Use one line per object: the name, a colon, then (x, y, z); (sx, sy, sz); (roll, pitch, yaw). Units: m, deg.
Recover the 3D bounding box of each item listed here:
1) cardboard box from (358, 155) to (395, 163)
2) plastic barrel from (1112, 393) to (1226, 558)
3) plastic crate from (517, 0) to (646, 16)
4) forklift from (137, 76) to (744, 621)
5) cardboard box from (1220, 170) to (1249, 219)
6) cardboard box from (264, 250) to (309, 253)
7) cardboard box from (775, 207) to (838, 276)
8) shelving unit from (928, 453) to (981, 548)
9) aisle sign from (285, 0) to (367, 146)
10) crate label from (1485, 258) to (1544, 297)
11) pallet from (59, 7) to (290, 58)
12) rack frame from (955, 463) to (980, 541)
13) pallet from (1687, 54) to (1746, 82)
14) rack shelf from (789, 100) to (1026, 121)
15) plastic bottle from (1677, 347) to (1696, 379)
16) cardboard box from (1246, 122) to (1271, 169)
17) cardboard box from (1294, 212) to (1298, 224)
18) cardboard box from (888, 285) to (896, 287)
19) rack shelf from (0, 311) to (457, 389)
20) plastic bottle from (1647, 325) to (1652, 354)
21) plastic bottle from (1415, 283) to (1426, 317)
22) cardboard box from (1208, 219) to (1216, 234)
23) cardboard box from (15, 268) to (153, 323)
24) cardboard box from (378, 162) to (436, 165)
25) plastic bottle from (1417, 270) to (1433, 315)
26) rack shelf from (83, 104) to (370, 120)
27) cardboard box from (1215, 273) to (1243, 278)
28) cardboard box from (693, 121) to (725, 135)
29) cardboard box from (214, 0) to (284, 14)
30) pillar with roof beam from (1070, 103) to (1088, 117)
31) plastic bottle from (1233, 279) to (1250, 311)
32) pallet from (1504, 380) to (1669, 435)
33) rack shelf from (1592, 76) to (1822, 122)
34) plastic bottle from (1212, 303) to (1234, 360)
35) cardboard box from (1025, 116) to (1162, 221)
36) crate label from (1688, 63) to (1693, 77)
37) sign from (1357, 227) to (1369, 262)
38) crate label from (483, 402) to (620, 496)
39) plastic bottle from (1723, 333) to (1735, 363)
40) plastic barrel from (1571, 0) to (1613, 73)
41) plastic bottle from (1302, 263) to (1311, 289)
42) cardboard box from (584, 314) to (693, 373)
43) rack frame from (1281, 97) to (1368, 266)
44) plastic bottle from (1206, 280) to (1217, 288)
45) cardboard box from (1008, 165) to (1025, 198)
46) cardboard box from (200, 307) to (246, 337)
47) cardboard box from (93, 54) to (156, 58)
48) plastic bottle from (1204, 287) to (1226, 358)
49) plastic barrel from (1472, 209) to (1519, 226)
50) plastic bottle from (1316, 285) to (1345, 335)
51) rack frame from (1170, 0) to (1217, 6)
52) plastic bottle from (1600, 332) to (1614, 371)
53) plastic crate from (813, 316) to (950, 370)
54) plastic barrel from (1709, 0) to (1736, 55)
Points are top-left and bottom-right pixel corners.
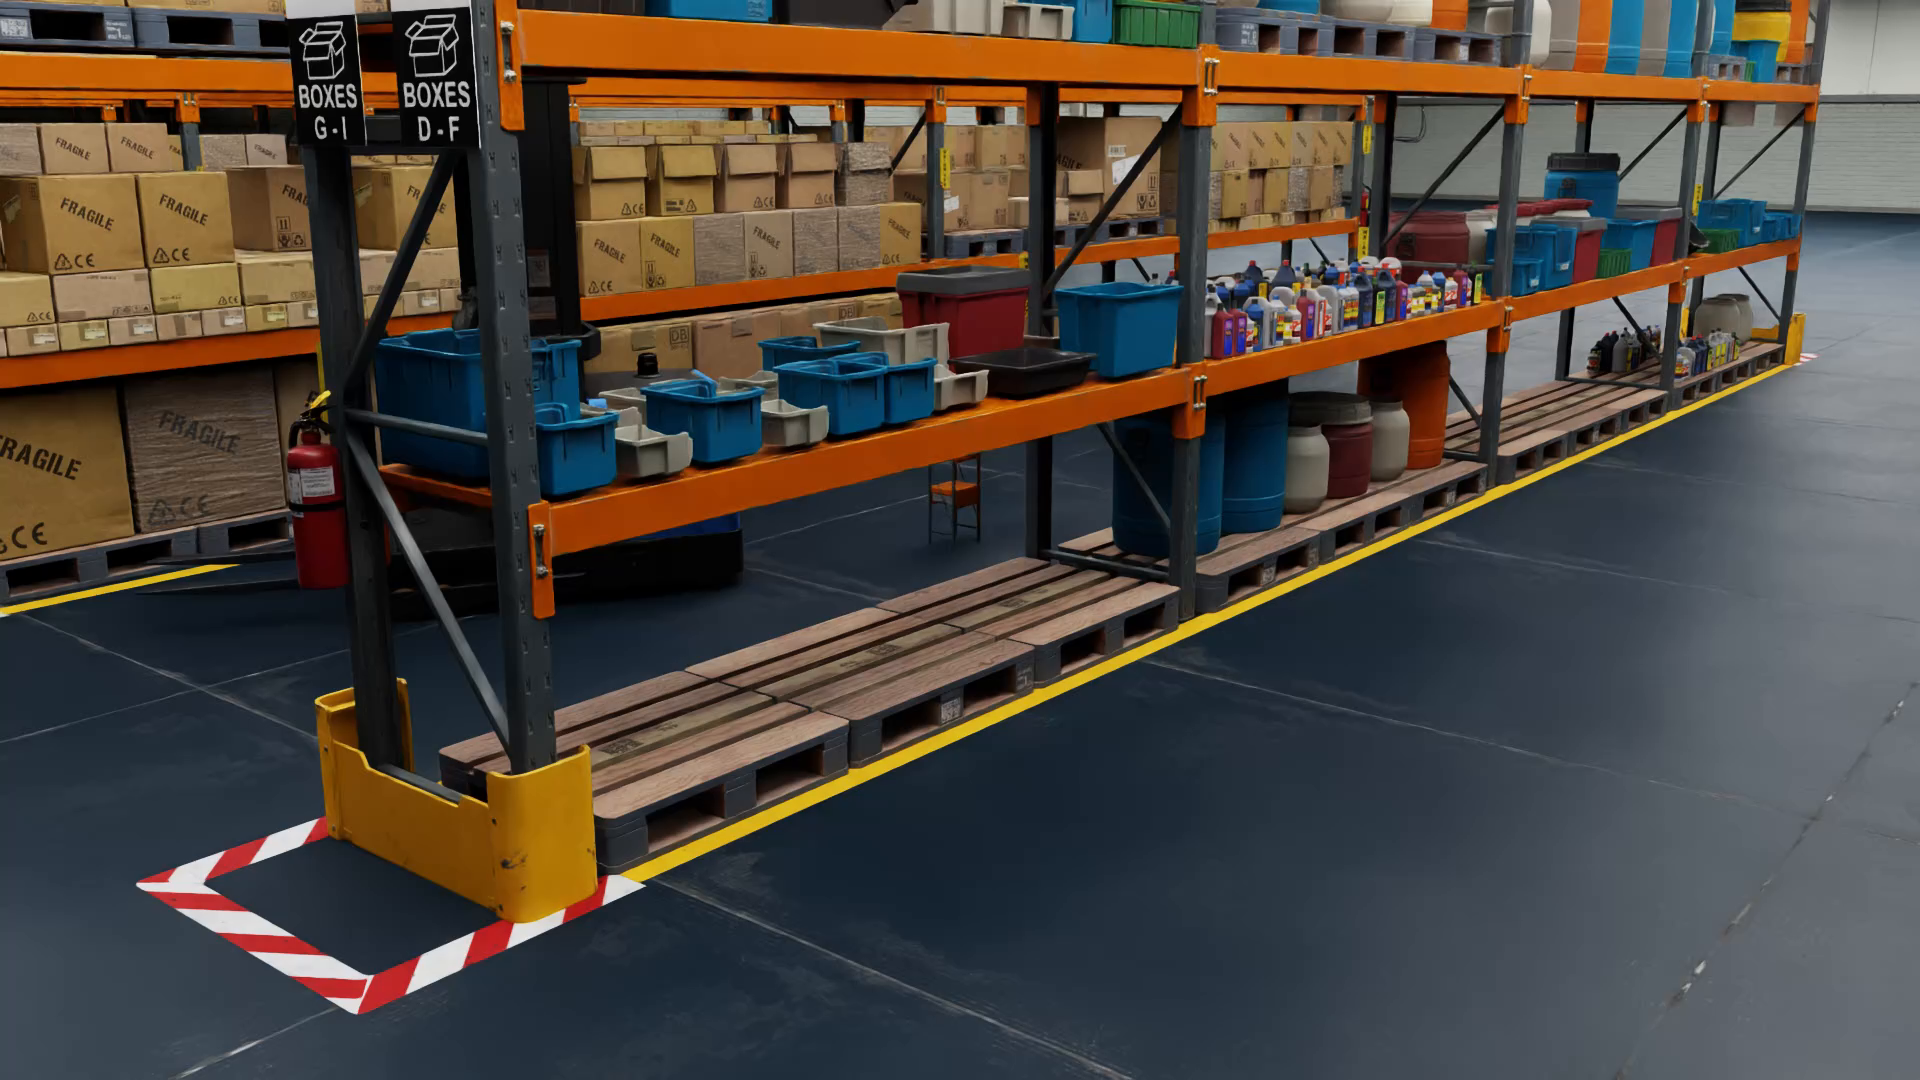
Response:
cardboard box: (-7.483, -4.733, 21.000); (0.500, 0.500, 0.500); (12, 19, 40)
plastic barrel: (1.133, -0.407, 9.042); (0.600, 0.901, 0.708); (11, 18, 38)
plastic crate: (-1.277, -1.774, 5.188); (0.497, 0.269, 0.590); (11, 18, 38)
forklift: (-2.763, -1.153, 8.711); (3.031, 2.935, 1.130); (-6, 15, -21)
cardboard box: (2.626, -3.777, 18.092); (0.875, 0.500, 0.500); (11, 18, 38)
cardboard box: (-4.211, -1.713, 10.474); (0.500, 0.250, 0.500); (12, 18, 39)
cardboard box: (-1.319, -2.373, 13.168); (0.500, 0.500, 0.500); (11, 18, 36)
shelving unit: (-0.034, -0.499, 9.953); (0.215, 1.050, 0.252); (11, 18, 38)
aisle sign: (-2.009, -1.645, 5.225); (0.394, 0.787, 0.004); (11, 18, 38)
crate label: (3.849, -1.827, 11.561); (0.303, 0.233, 0.416); (11, 18, 38)
pallet: (-4.364, -2.909, 9.569); (1.003, 0.211, 1.213); (11, 18, 38)
rack frame: (0.043, -0.522, 10.045); (0.200, 1.050, 0.008); (11, 18, 38)
pallet: (6.184, -4.167, 14.724); (1.213, 0.211, 1.003); (11, 18, 38)
rack shelf: (-0.583, -5.693, 21.809); (1.077, 0.370, 4.000); (11, 18, 38)
plastic bottle: (6.529, -1.604, 14.982); (0.152, 0.276, 0.135); (12, 19, 40)
cardboard box: (3.062, -4.333, 18.251); (0.500, 0.500, 0.500); (11, 18, 38)
cardboard box: (3.676, -3.733, 19.237); (0.380, 0.149, 0.250); (11, 18, 38)
cardboard box: (-1.391, -3.488, 21.223); (0.875, 0.875, 0.875); (12, 18, 38)
rack shelf: (-4.331, -1.154, 10.034); (1.077, 0.370, 4.000); (11, 18, 38)
plastic bottle: (6.782, -1.974, 16.426); (0.061, 0.283, 0.133); (12, 18, 38)
plastic bottle: (2.832, -1.489, 10.294); (0.097, 0.201, 0.097); (0, 14, 0)
cardboard box: (2.490, -3.336, 17.674); (0.380, 0.149, 0.250); (11, 18, 38)
cardboard box: (-4.755, -1.342, 9.013); (0.500, 0.250, 0.500); (11, 18, 37)
cardboard box: (-3.574, -2.268, 11.137); (0.500, 0.500, 0.500); (11, 18, 38)
plastic bottle: (2.893, -1.541, 10.359); (0.097, 0.271, 0.097); (0, 14, 0)
rack shelf: (-10.874, -6.441, 24.753); (1.077, 0.370, 4.000); (11, 18, 38)
cardboard box: (3.305, -2.822, 19.363); (0.500, 0.500, 0.500); (14, 20, 43)
cardboard box: (-3.956, -6.053, 25.022); (0.700, 0.500, 0.500); (11, 18, 37)
cardboard box: (-4.300, -3.300, 9.671); (0.700, 0.500, 0.500); (12, 19, 40)
pillar with roof beam: (6.420, -12.179, 39.790); (9.100, 9.000, 0.400); (11, 18, 38)
plastic bottle: (1.660, -1.403, 9.816); (0.097, 0.271, 0.097); (0, 14, 0)
pallet: (5.343, -1.143, 14.194); (1.003, 0.211, 1.213); (11, 18, 38)
rack shelf: (7.063, -4.139, 15.694); (1.077, 0.370, 4.000); (11, 18, 38)
plastic bottle: (1.341, -1.067, 8.467); (0.061, 0.283, 0.133); (11, 18, 38)
cardboard box: (1.346, -3.781, 16.845); (1.000, 1.000, 1.000); (11, 18, 38)
crate label: (6.887, -4.492, 15.921); (0.502, 0.251, 0.408); (11, 18, 38)
sign: (2.860, -2.048, 11.761); (0.100, 0.325, 0.005); (11, 18, 38)
crate label: (-1.325, -0.297, 5.419); (0.416, 0.233, 0.303); (11, 18, 38)
plastic bottle: (7.327, -1.847, 15.939); (0.152, 0.276, 0.135); (11, 18, 38)
plastic barrel: (4.388, -3.796, 12.009); (0.600, 0.830, 0.708); (11, 18, 38)
plastic bottle: (2.213, -1.644, 10.740); (0.061, 0.283, 0.133); (11, 18, 38)
cardboard box: (-2.688, -1.185, 12.158); (1.225, 0.875, 0.875); (11, 18, 38)
rack frame: (4.468, -4.184, 20.499); (1.000, 3.000, 0.127); (11, 18, 38)
plastic bottle: (1.406, -1.377, 9.702); (0.152, 0.276, 0.135); (11, 18, 38)
cardboard box: (0.476, -4.965, 23.271); (0.875, 0.550, 0.550); (11, 18, 38)
cardboard box: (-4.302, -1.261, 9.506); (0.380, 0.149, 0.250); (11, 18, 37)
cardboard box: (-6.967, -3.918, 13.665); (0.500, 0.250, 0.500); (12, 18, 39)
plastic bottle: (1.277, -1.120, 8.540); (0.144, 0.351, 0.185); (11, 18, 38)
plastic barrel: (4.037, -2.250, 12.661); (0.421, 0.512, 0.421); (0, 14, 0)
plastic bottle: (2.093, -1.310, 9.441); (0.152, 0.276, 0.135); (11, 18, 38)
rack frame: (0.778, -4.027, 7.697); (1.000, 3.000, 0.127); (11, 18, 38)
plastic bottle: (5.987, -1.748, 15.400); (0.144, 0.351, 0.185); (11, 18, 36)
plastic crate: (-0.325, -0.827, 7.404); (0.437, 0.282, 0.530); (11, 18, 38)
plastic barrel: (6.515, -4.726, 14.669); (0.600, 0.901, 0.708); (11, 18, 38)
